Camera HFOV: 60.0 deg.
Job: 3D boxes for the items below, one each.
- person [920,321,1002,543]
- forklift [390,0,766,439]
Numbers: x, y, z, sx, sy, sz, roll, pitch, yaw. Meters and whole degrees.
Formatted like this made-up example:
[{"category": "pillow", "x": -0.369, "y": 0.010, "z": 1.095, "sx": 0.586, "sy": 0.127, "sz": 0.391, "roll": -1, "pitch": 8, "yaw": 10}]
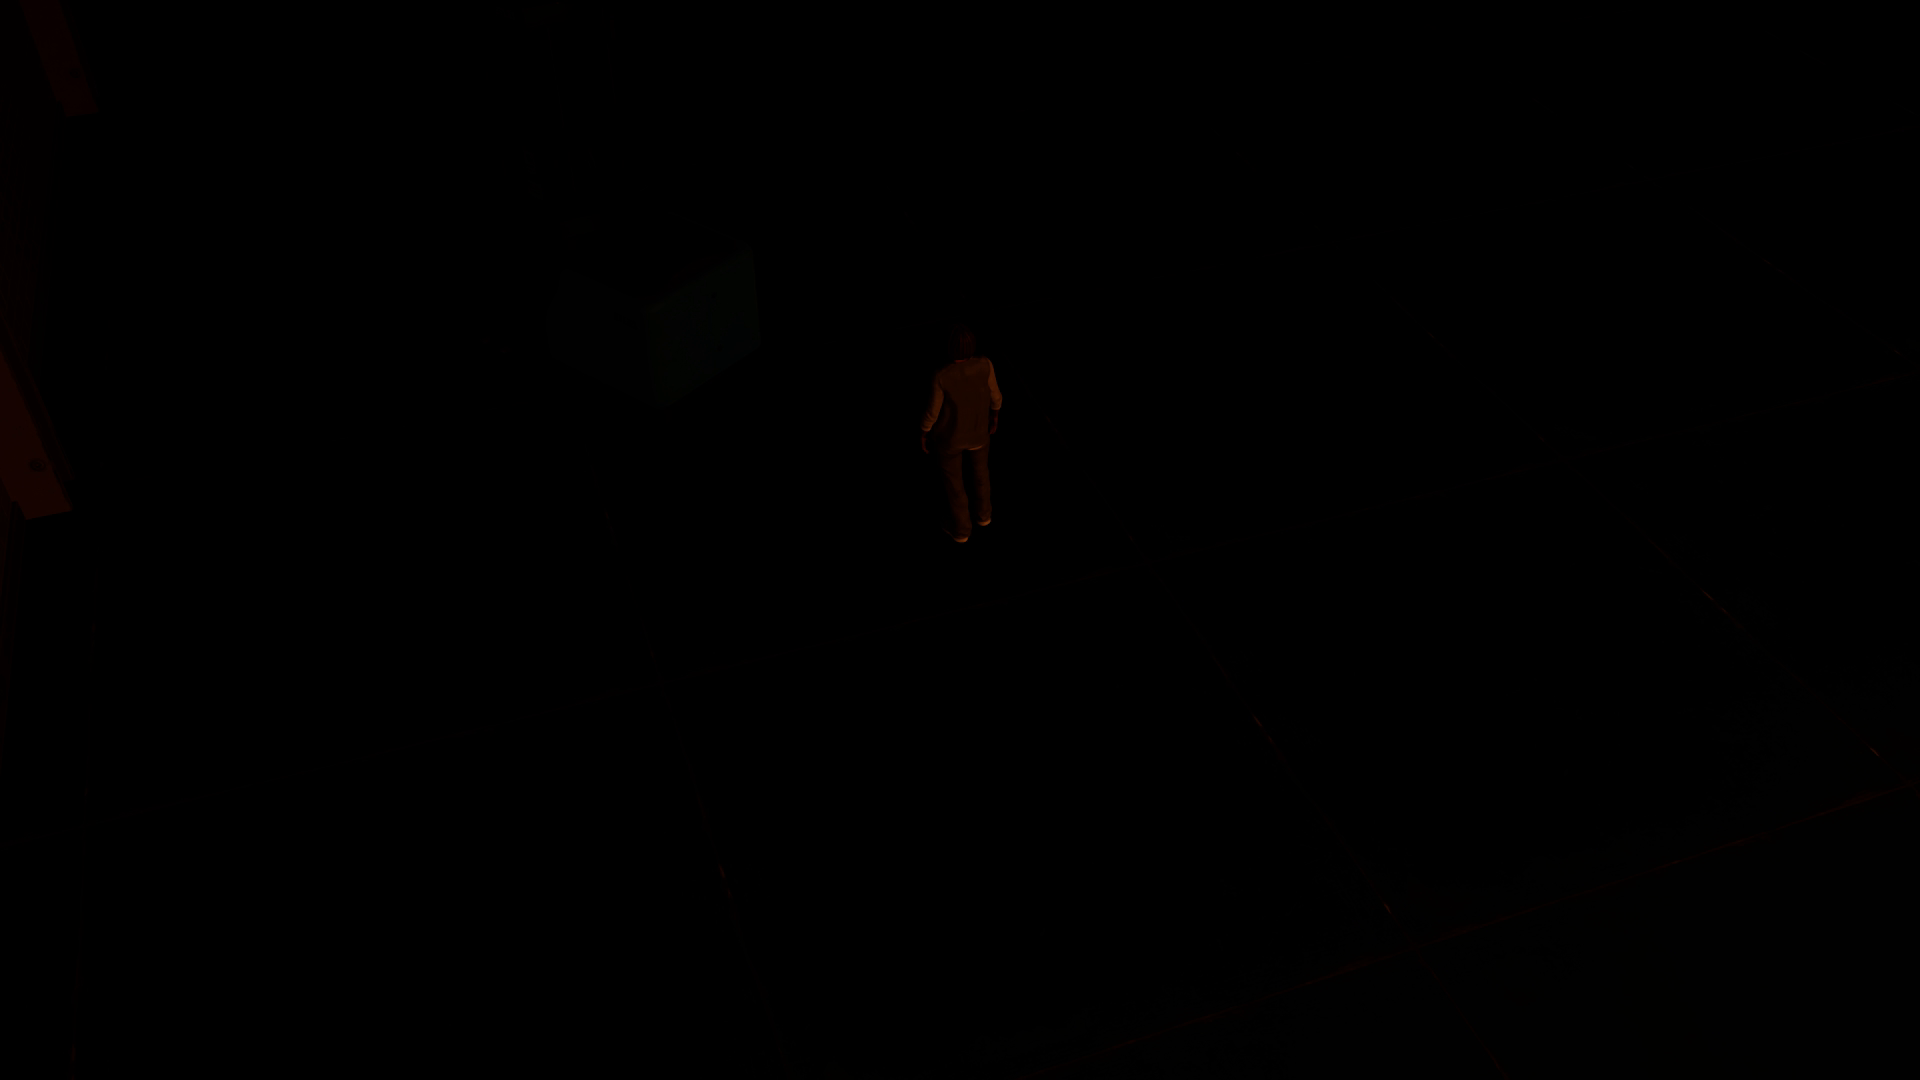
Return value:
[{"category": "person", "x": -0.012, "y": -0.665, "z": 9.814, "sx": 0.521, "sy": 1.596, "sz": 0.475, "roll": -13, "pitch": 42, "yaw": -15}, {"category": "forklift", "x": -2.827, "y": -2.564, "z": 11.050, "sx": 3.031, "sy": 2.935, "sz": 1.130, "roll": 26, "pitch": 46, "yaw": 28}]
